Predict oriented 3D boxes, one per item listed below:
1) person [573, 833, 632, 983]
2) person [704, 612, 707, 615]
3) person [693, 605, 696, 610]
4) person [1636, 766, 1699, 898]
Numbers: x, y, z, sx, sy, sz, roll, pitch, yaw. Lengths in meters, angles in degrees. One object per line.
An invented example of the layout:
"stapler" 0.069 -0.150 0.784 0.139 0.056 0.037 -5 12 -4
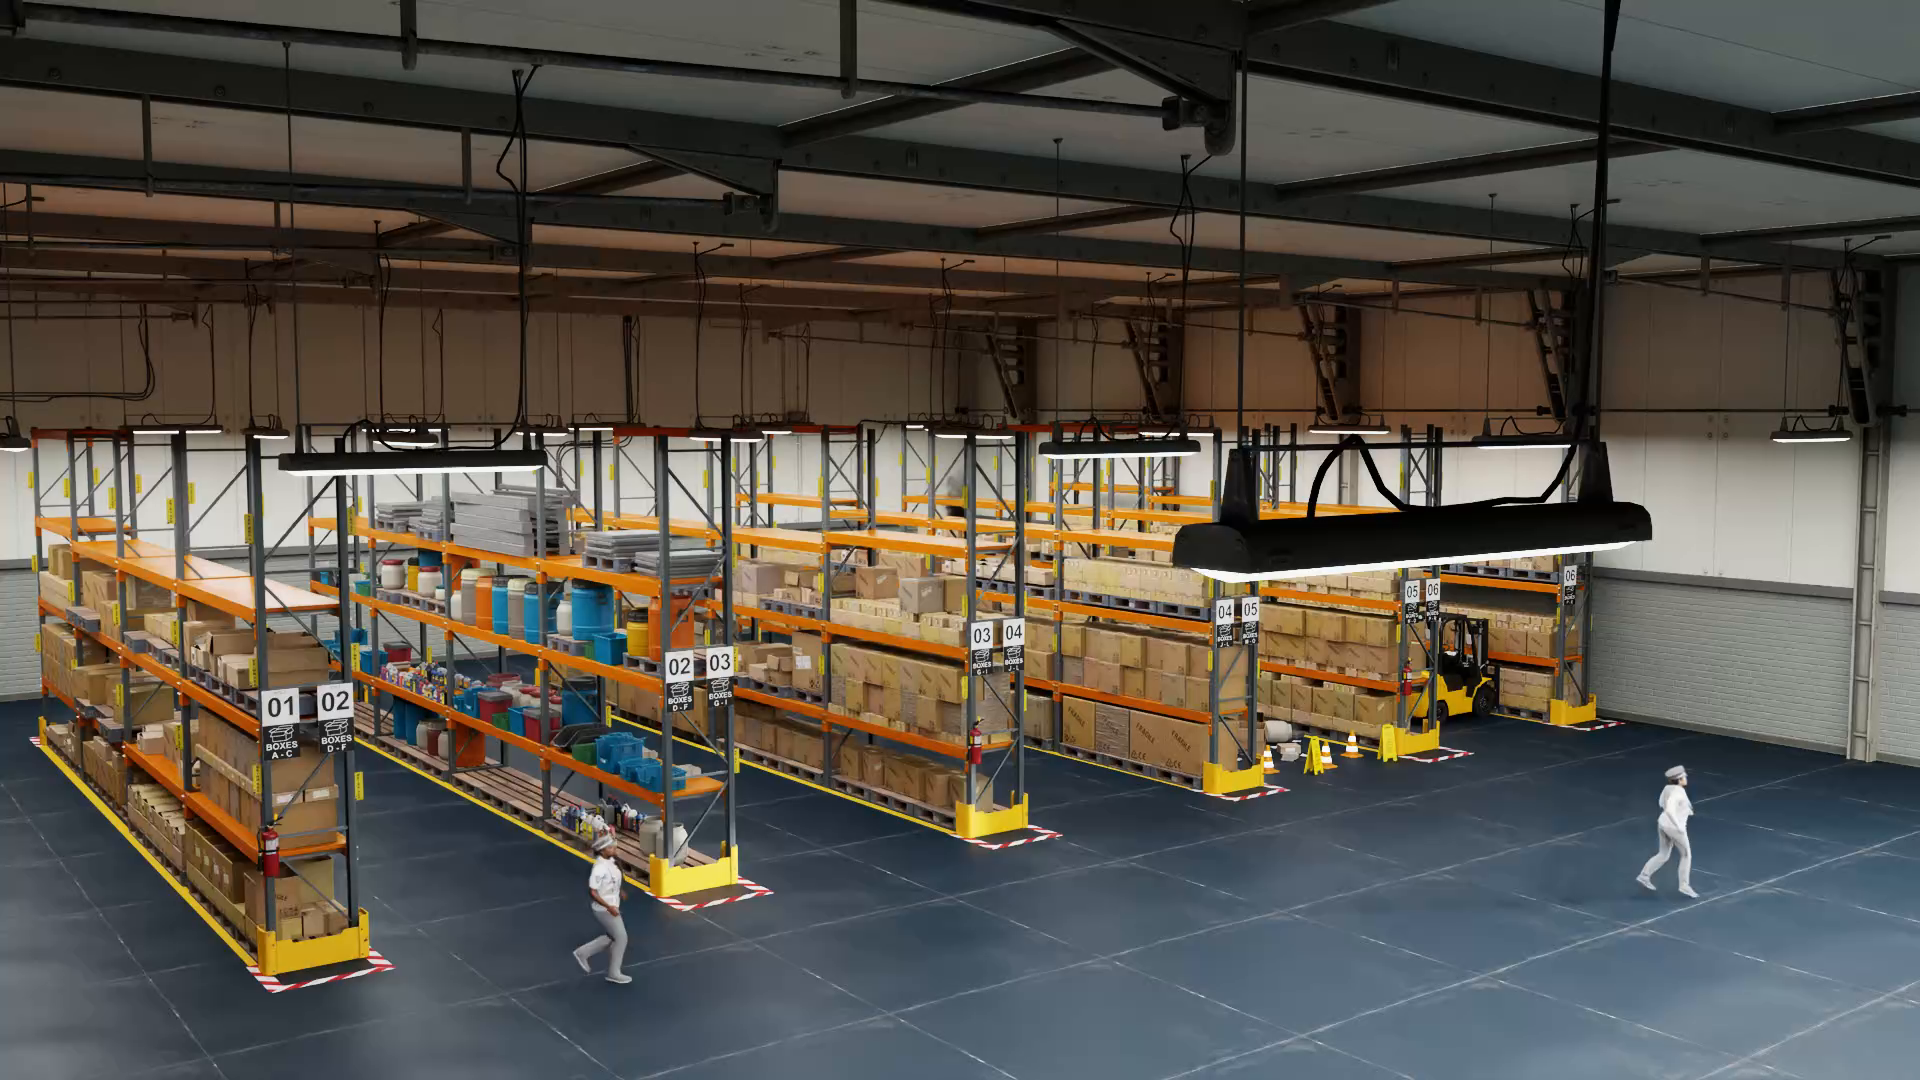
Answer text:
"person" -3.961 4.064 18.371 0.647 1.687 0.576 0 4 -5
"person" -6.027 2.471 39.055 0.581 1.624 0.698 -3 6 -37
"person" -6.487 2.345 39.491 0.740 1.728 0.958 1 5 12
"person" 9.217 3.784 21.622 0.777 1.734 0.609 0 4 -4
